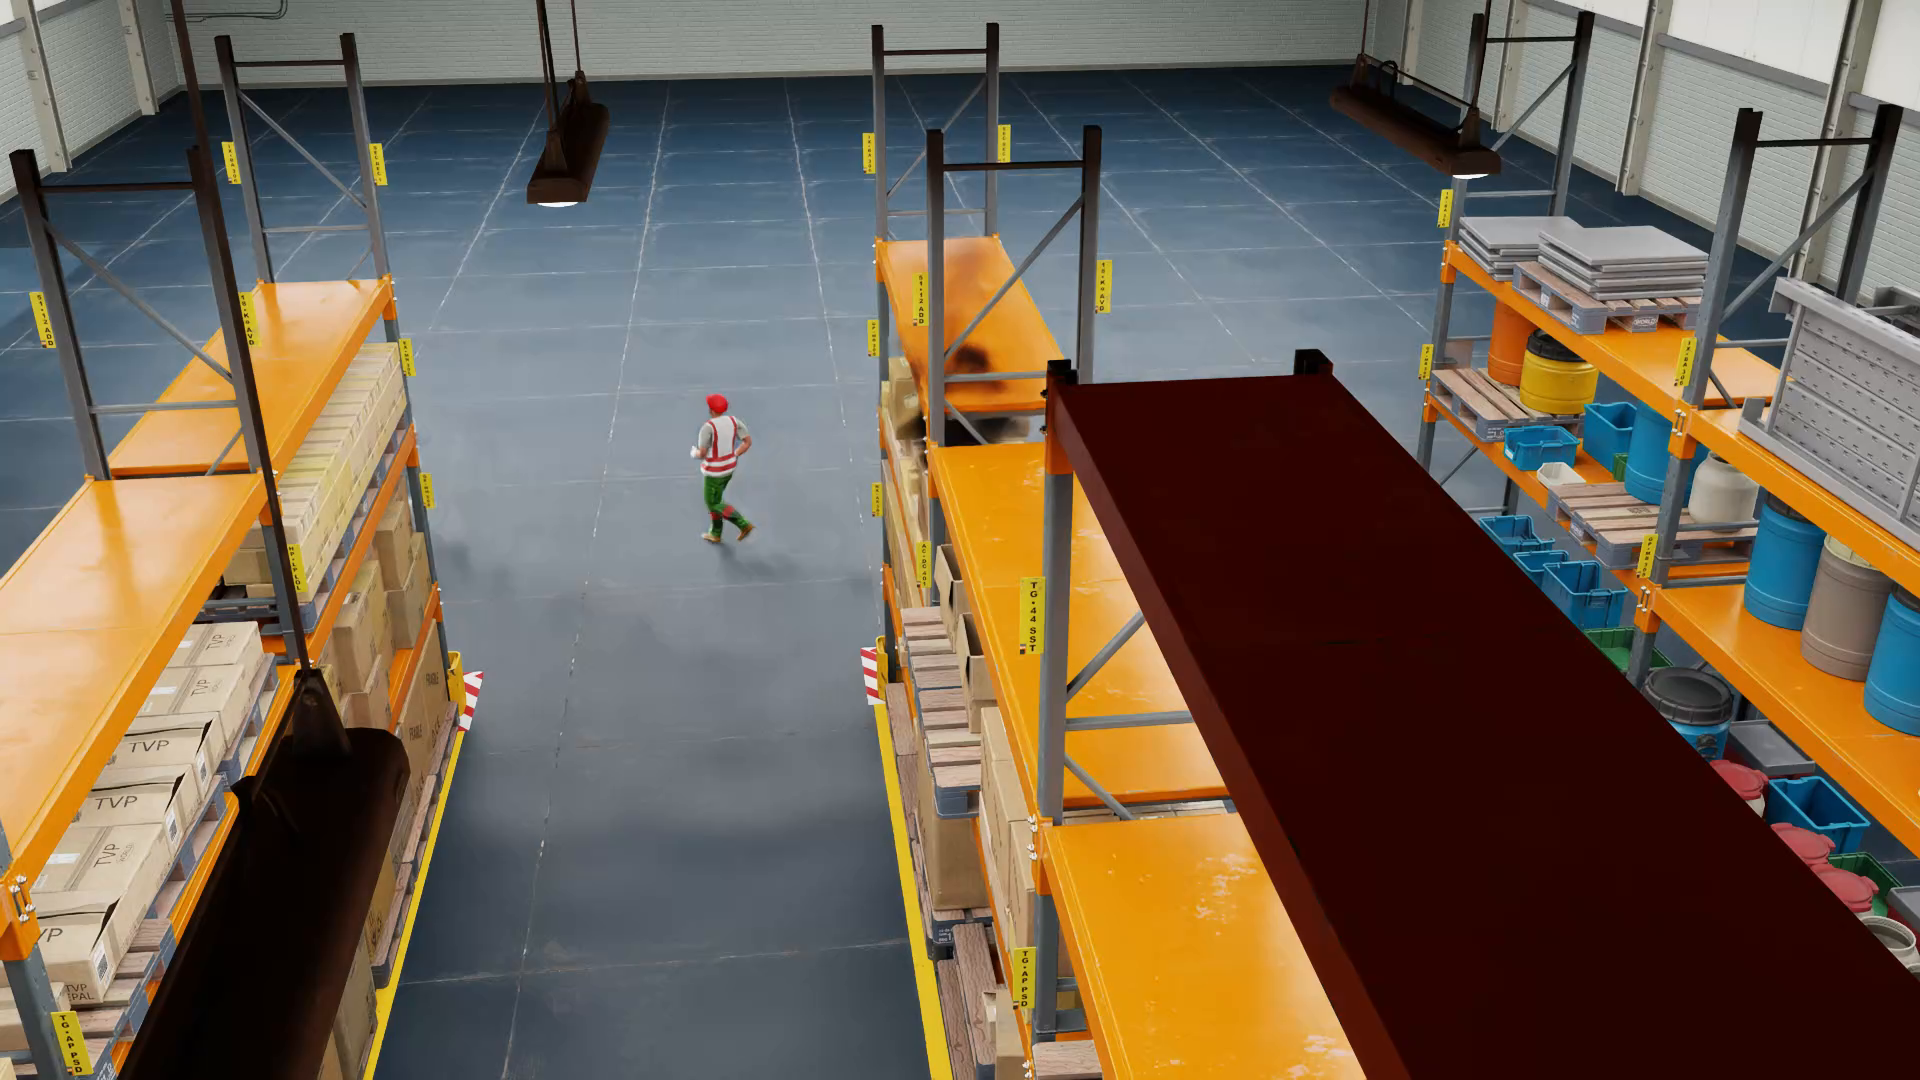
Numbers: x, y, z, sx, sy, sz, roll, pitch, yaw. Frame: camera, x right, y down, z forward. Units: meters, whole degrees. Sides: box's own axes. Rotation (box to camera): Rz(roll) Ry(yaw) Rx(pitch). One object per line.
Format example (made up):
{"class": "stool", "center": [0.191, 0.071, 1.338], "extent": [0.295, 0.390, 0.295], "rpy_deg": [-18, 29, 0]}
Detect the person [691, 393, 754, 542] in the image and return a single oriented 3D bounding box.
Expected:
{"class": "person", "center": [-2.578, -0.731, 18.004], "extent": [0.816, 1.779, 0.646], "rpy_deg": [19, 31, 35]}
